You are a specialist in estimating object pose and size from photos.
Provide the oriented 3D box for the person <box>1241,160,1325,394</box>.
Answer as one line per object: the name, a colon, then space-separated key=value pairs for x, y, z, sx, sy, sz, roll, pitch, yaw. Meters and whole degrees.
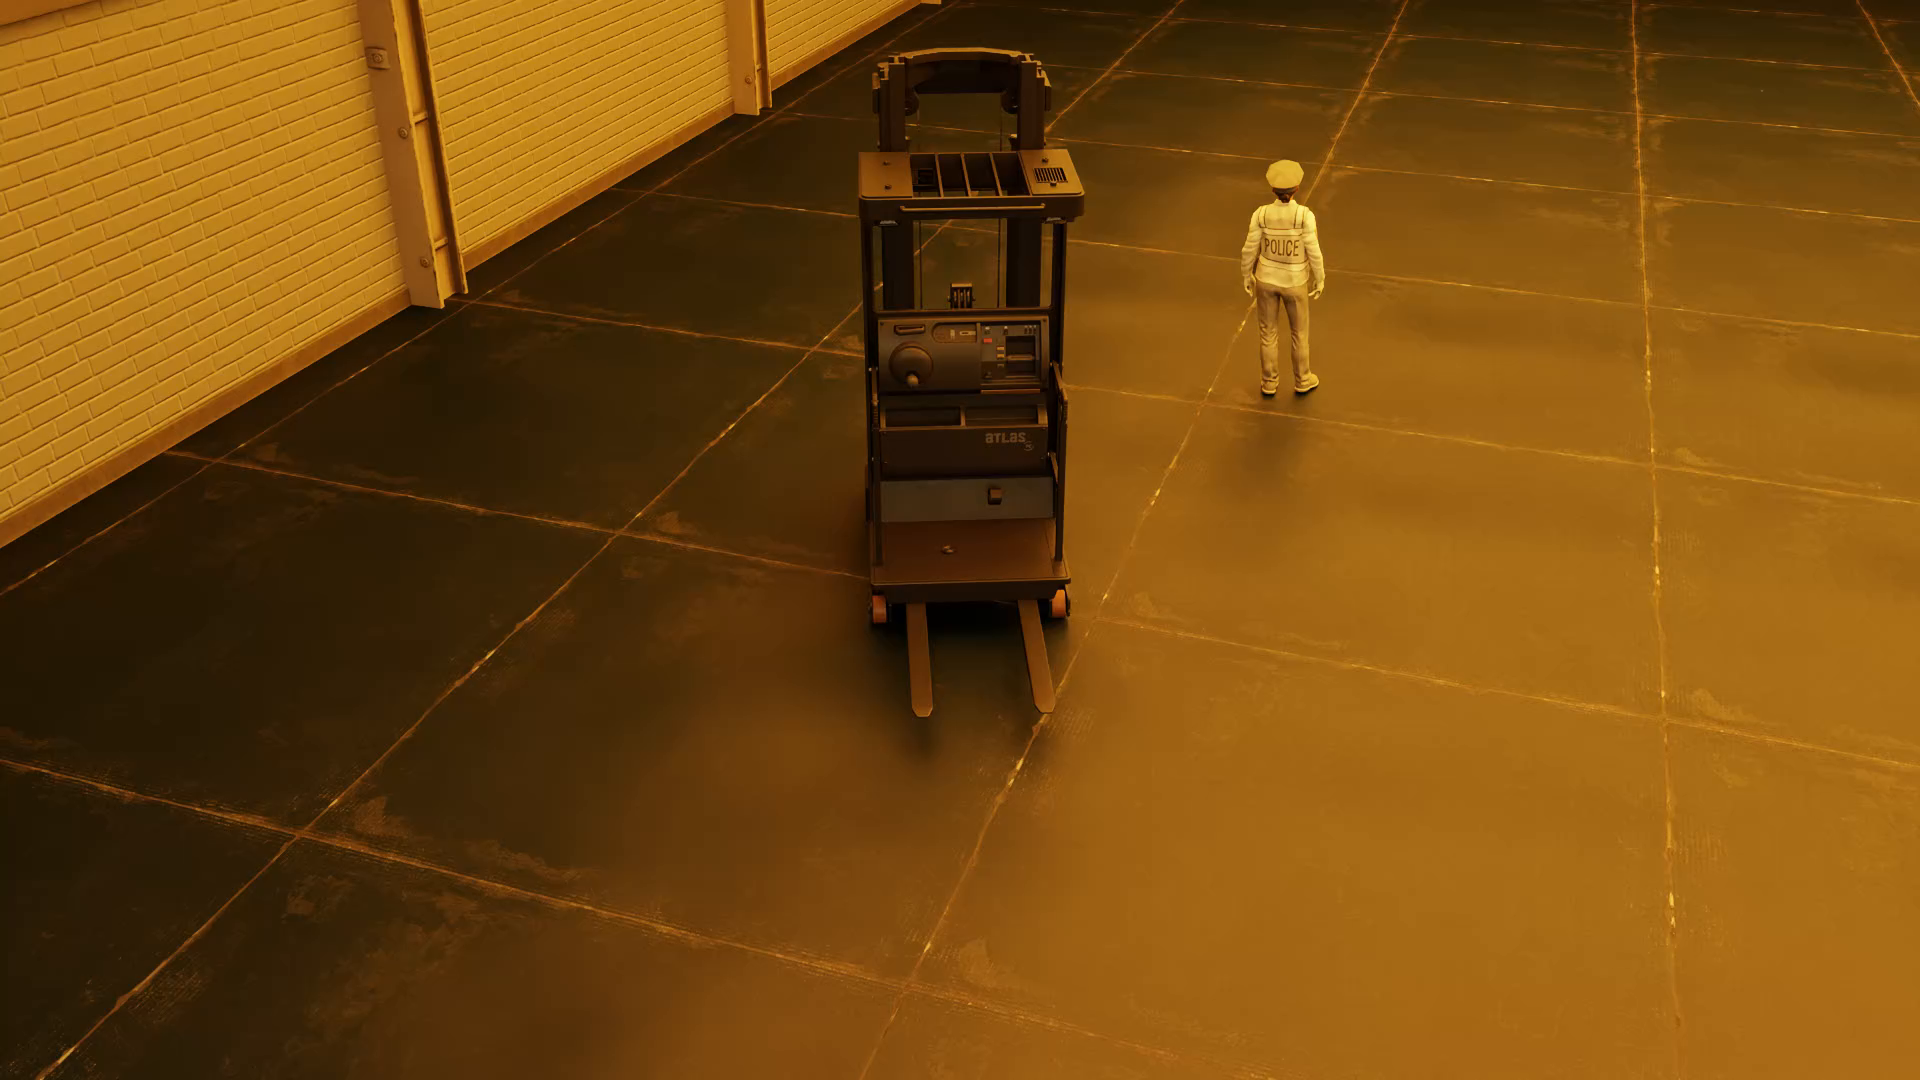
person: x=2.254 y=-1.824 z=11.569 sx=0.587 sy=1.695 sz=0.532 roll=11 pitch=31 yaw=18

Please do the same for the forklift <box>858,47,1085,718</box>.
forklift: x=0.035 y=-0.972 z=8.842 sx=1.130 sy=2.935 sz=3.031 roll=-2 pitch=30 yaw=-3
